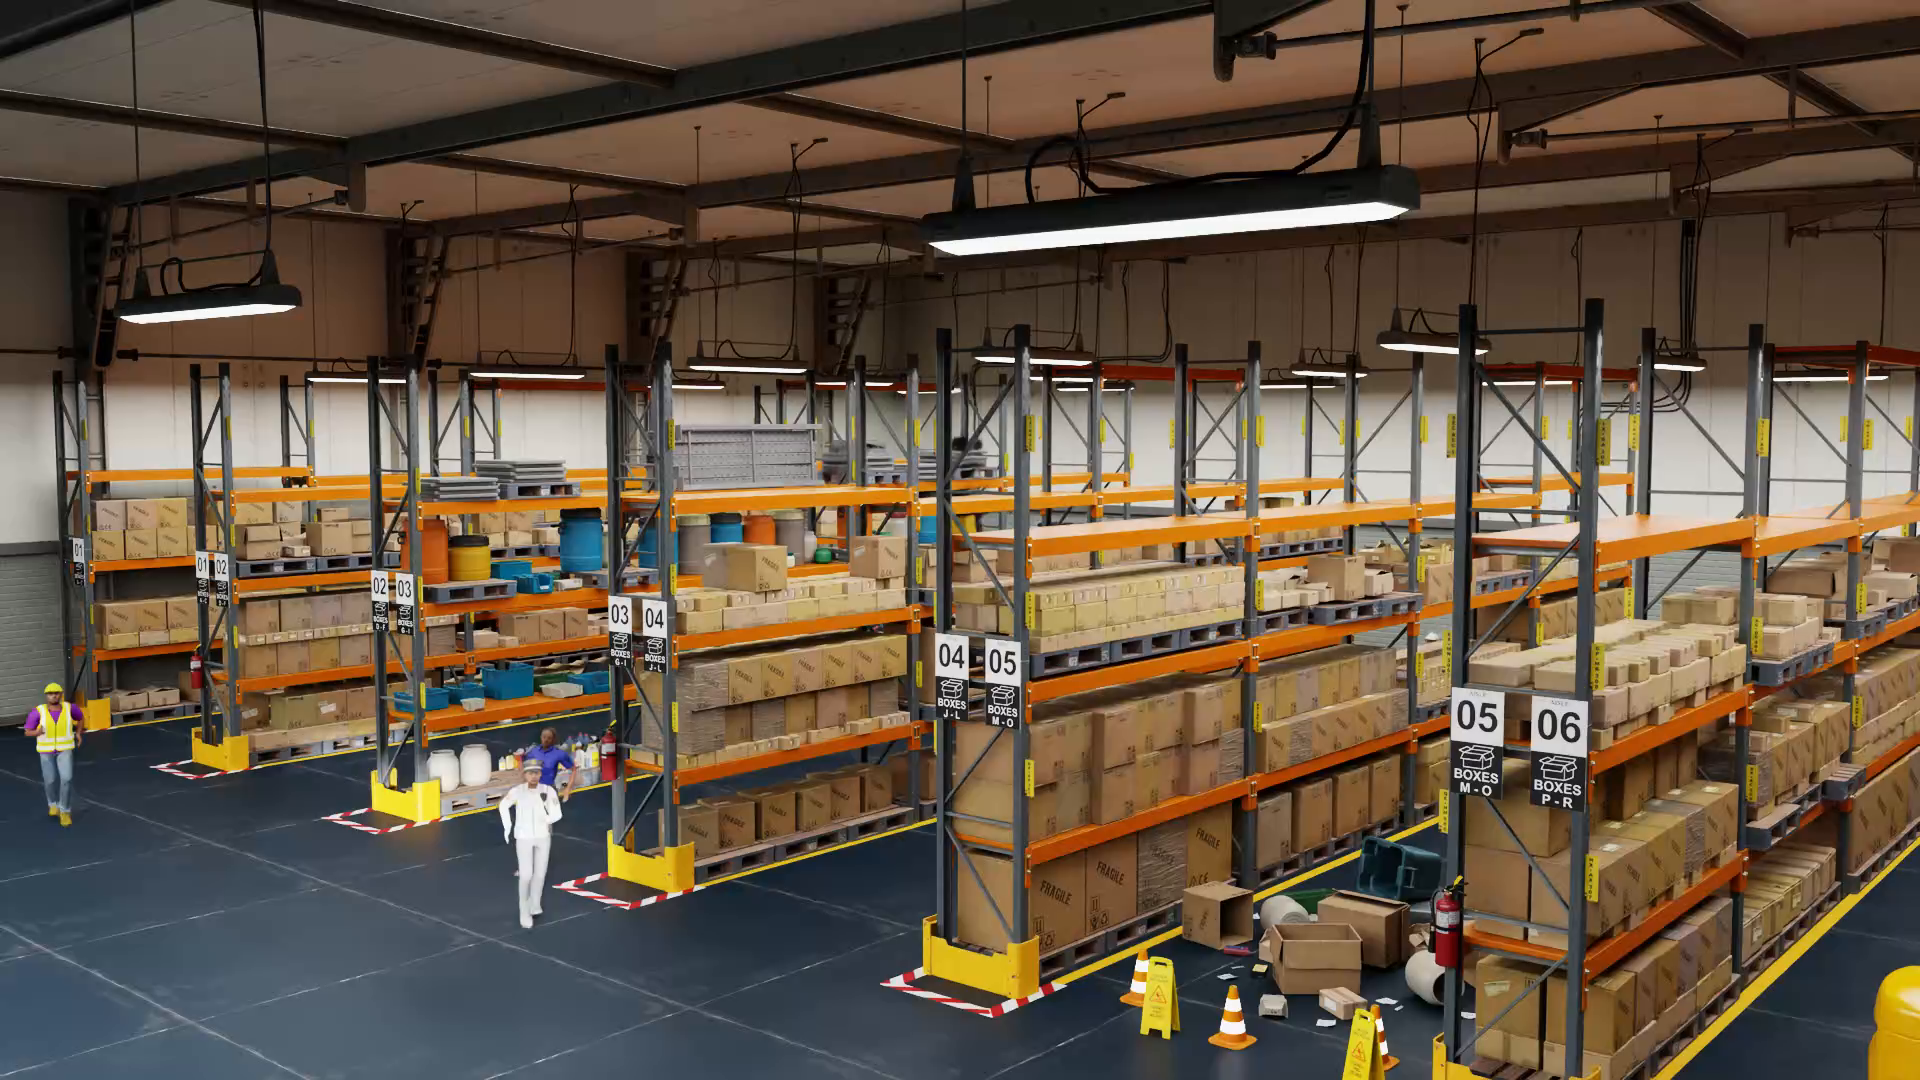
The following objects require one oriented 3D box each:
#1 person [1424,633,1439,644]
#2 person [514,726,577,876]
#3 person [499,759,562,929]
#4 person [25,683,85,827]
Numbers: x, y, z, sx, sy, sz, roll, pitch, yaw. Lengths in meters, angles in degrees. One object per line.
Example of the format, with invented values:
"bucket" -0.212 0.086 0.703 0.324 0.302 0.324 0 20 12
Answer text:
"person" 7.581 2.365 26.596 0.710 1.771 0.973 4 5 41
"person" -4.770 2.964 19.096 0.655 1.640 0.815 1 4 14
"person" -4.384 3.094 17.054 0.581 1.733 0.712 -2 4 -23
"person" -11.599 2.737 21.334 0.677 1.821 0.738 -2 5 -28
